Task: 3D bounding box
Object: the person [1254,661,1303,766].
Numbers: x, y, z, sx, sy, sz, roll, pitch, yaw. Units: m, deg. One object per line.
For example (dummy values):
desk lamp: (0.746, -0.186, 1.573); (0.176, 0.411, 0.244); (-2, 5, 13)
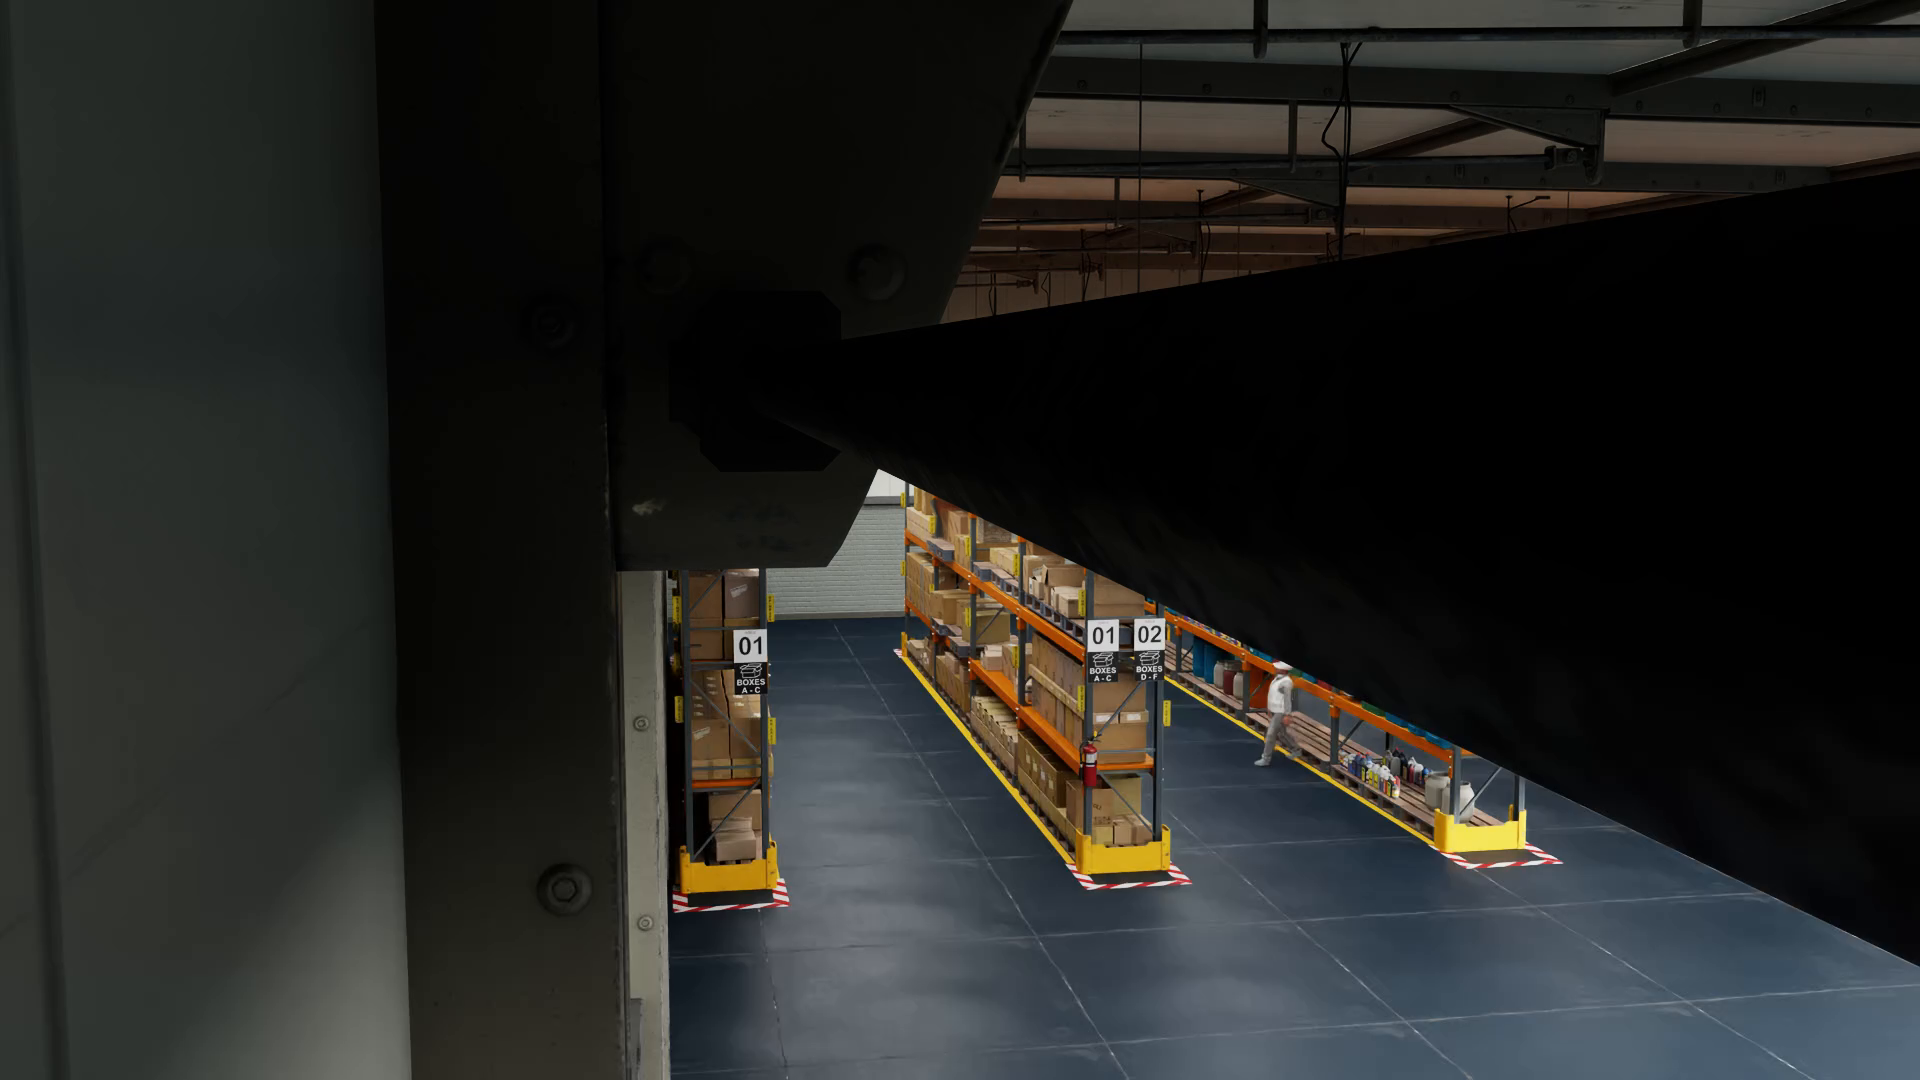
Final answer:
person: (5.090, 2.720, 26.468); (0.912, 1.733, 0.569); (-2, 6, -16)
